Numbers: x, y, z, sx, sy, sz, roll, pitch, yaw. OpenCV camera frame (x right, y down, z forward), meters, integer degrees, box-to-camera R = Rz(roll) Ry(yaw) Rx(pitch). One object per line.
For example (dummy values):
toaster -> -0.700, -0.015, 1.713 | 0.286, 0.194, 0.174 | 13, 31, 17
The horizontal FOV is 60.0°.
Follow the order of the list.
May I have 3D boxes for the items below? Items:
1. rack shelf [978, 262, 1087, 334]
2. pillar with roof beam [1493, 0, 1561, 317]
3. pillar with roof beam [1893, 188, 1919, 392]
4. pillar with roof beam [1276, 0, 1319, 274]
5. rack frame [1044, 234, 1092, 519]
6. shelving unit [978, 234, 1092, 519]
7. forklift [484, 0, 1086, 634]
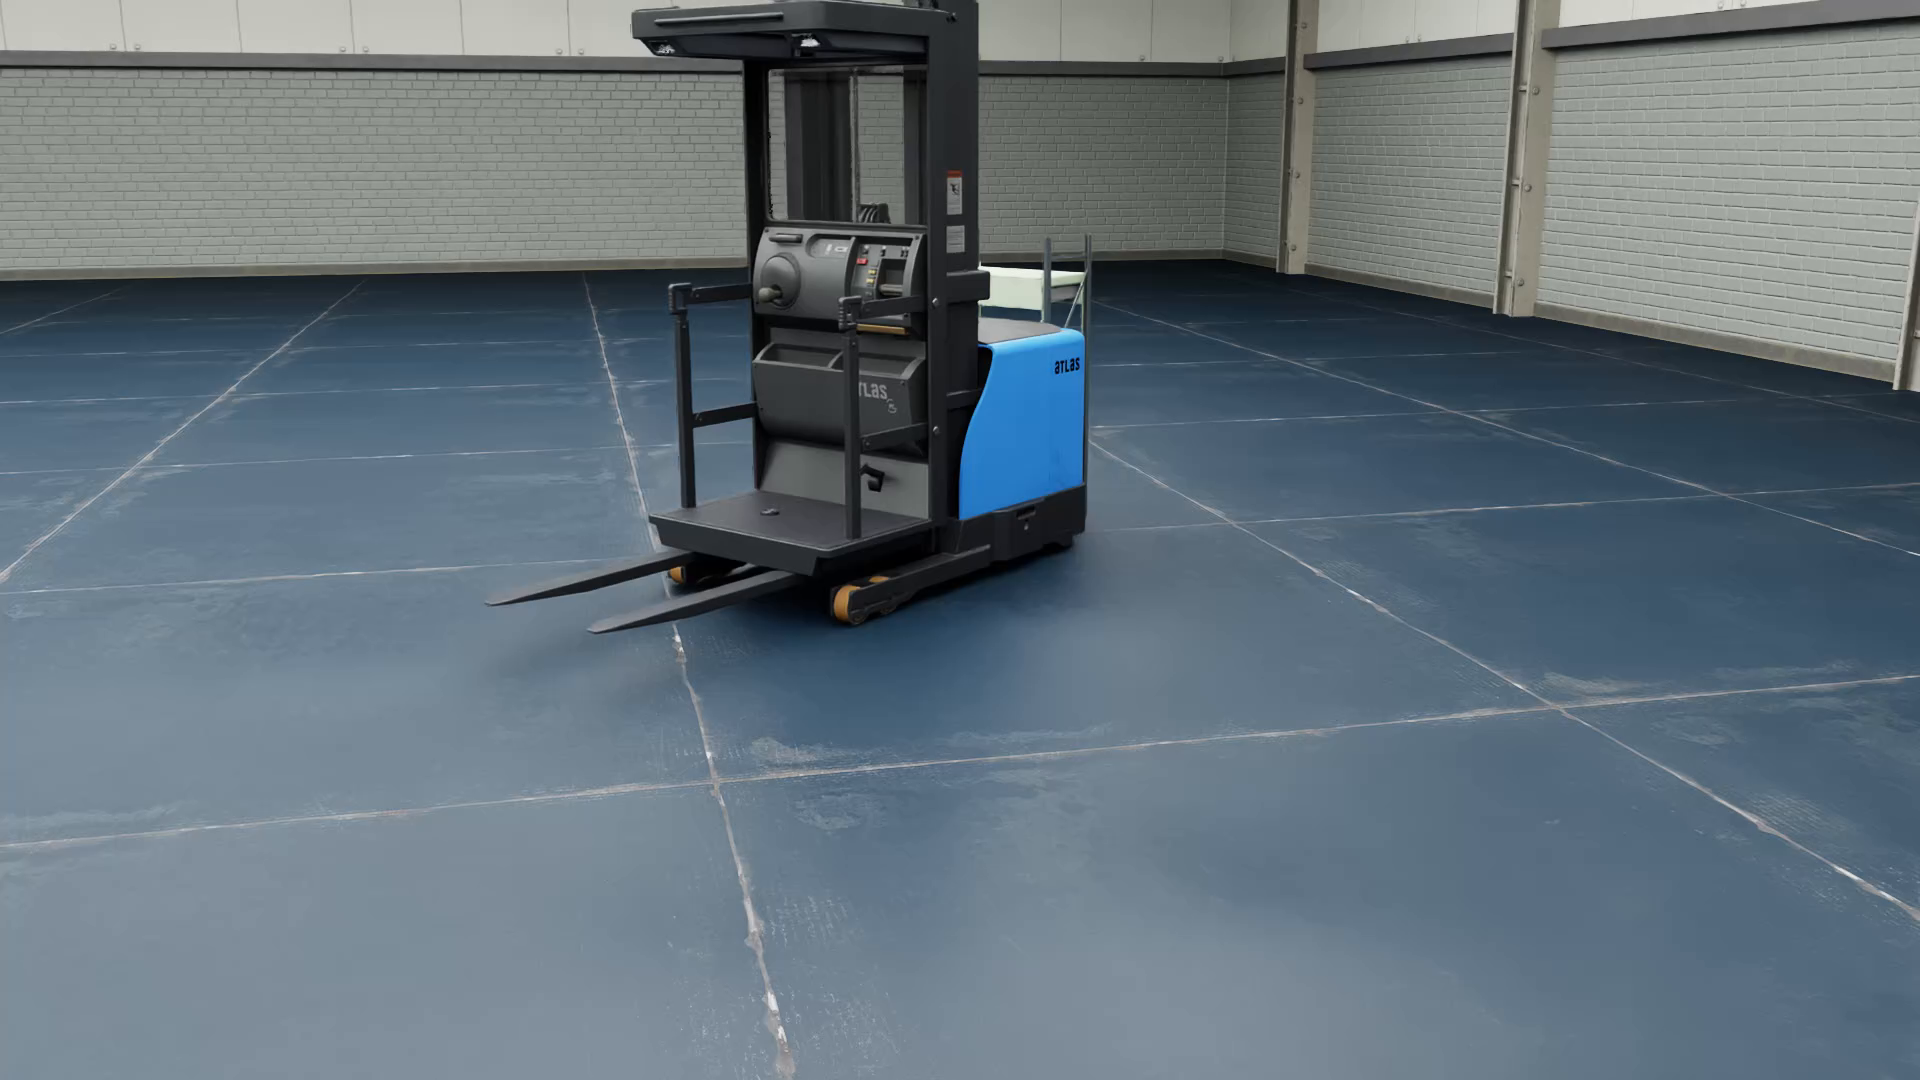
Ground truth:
rack shelf -> 0.258, -1.242, 8.706 | 0.720, 0.370, 0.431 | 10, 17, 36
pillar with roof beam -> 2.122, -6.698, 16.881 | 9.100, 9.000, 0.400 | -3, 14, -13
pillar with roof beam -> 3.531, -5.314, 11.215 | 9.100, 9.000, 0.400 | -3, 14, -13
pillar with roof beam -> 0.713, -8.082, 22.547 | 9.100, 9.000, 0.400 | -3, 14, -13
rack frame -> 0.548, -0.810, 8.582 | 0.023, 1.500, 0.400 | 10, 17, 36
shelving unit -> 0.258, -0.863, 8.799 | 0.755, 1.500, 0.431 | 10, 17, 36
forklift -> -0.673, -1.201, 7.166 | 1.130, 2.935, 3.031 | 10, 17, 36
